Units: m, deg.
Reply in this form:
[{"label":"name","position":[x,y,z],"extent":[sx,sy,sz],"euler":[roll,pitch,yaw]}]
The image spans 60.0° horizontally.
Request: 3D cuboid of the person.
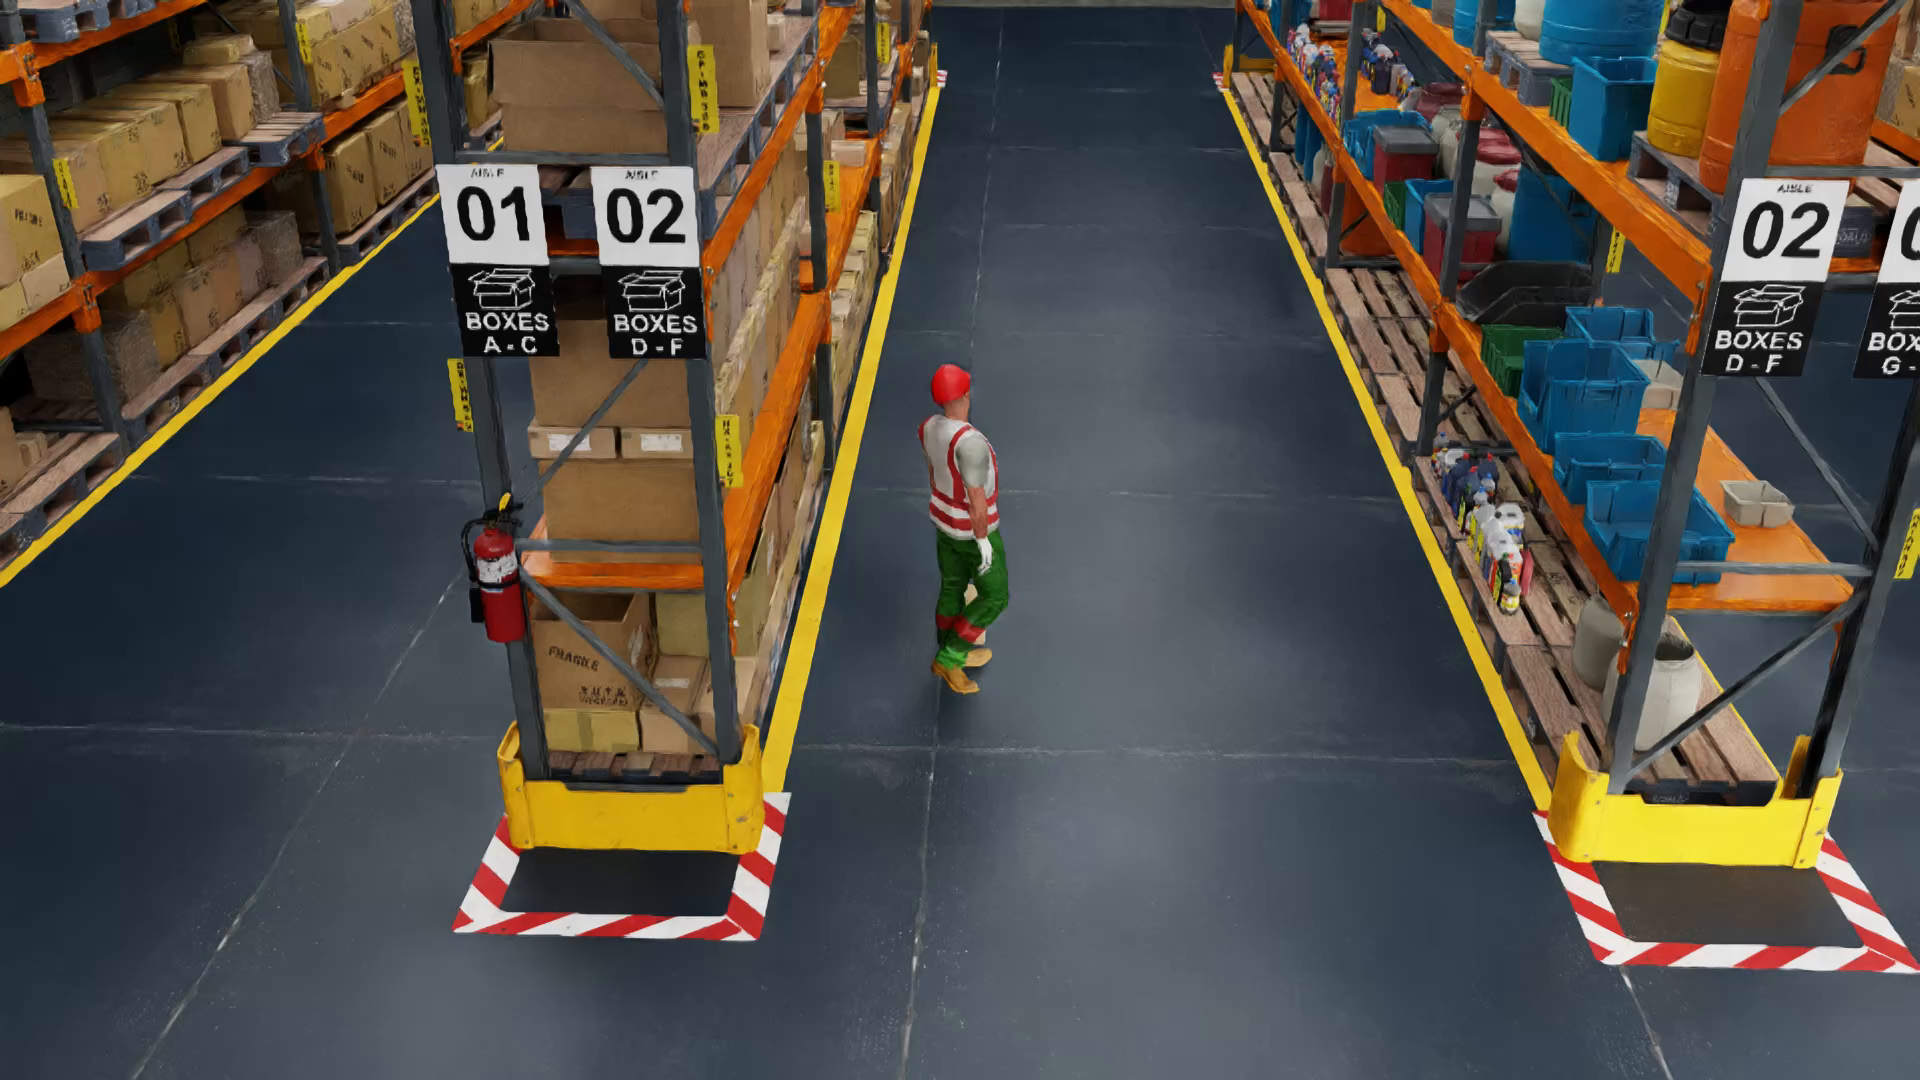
[{"label":"person","position":[0.004,-0.061,8.697],"extent":[0.456,1.784,0.598],"euler":[-16,31,-27]}]
